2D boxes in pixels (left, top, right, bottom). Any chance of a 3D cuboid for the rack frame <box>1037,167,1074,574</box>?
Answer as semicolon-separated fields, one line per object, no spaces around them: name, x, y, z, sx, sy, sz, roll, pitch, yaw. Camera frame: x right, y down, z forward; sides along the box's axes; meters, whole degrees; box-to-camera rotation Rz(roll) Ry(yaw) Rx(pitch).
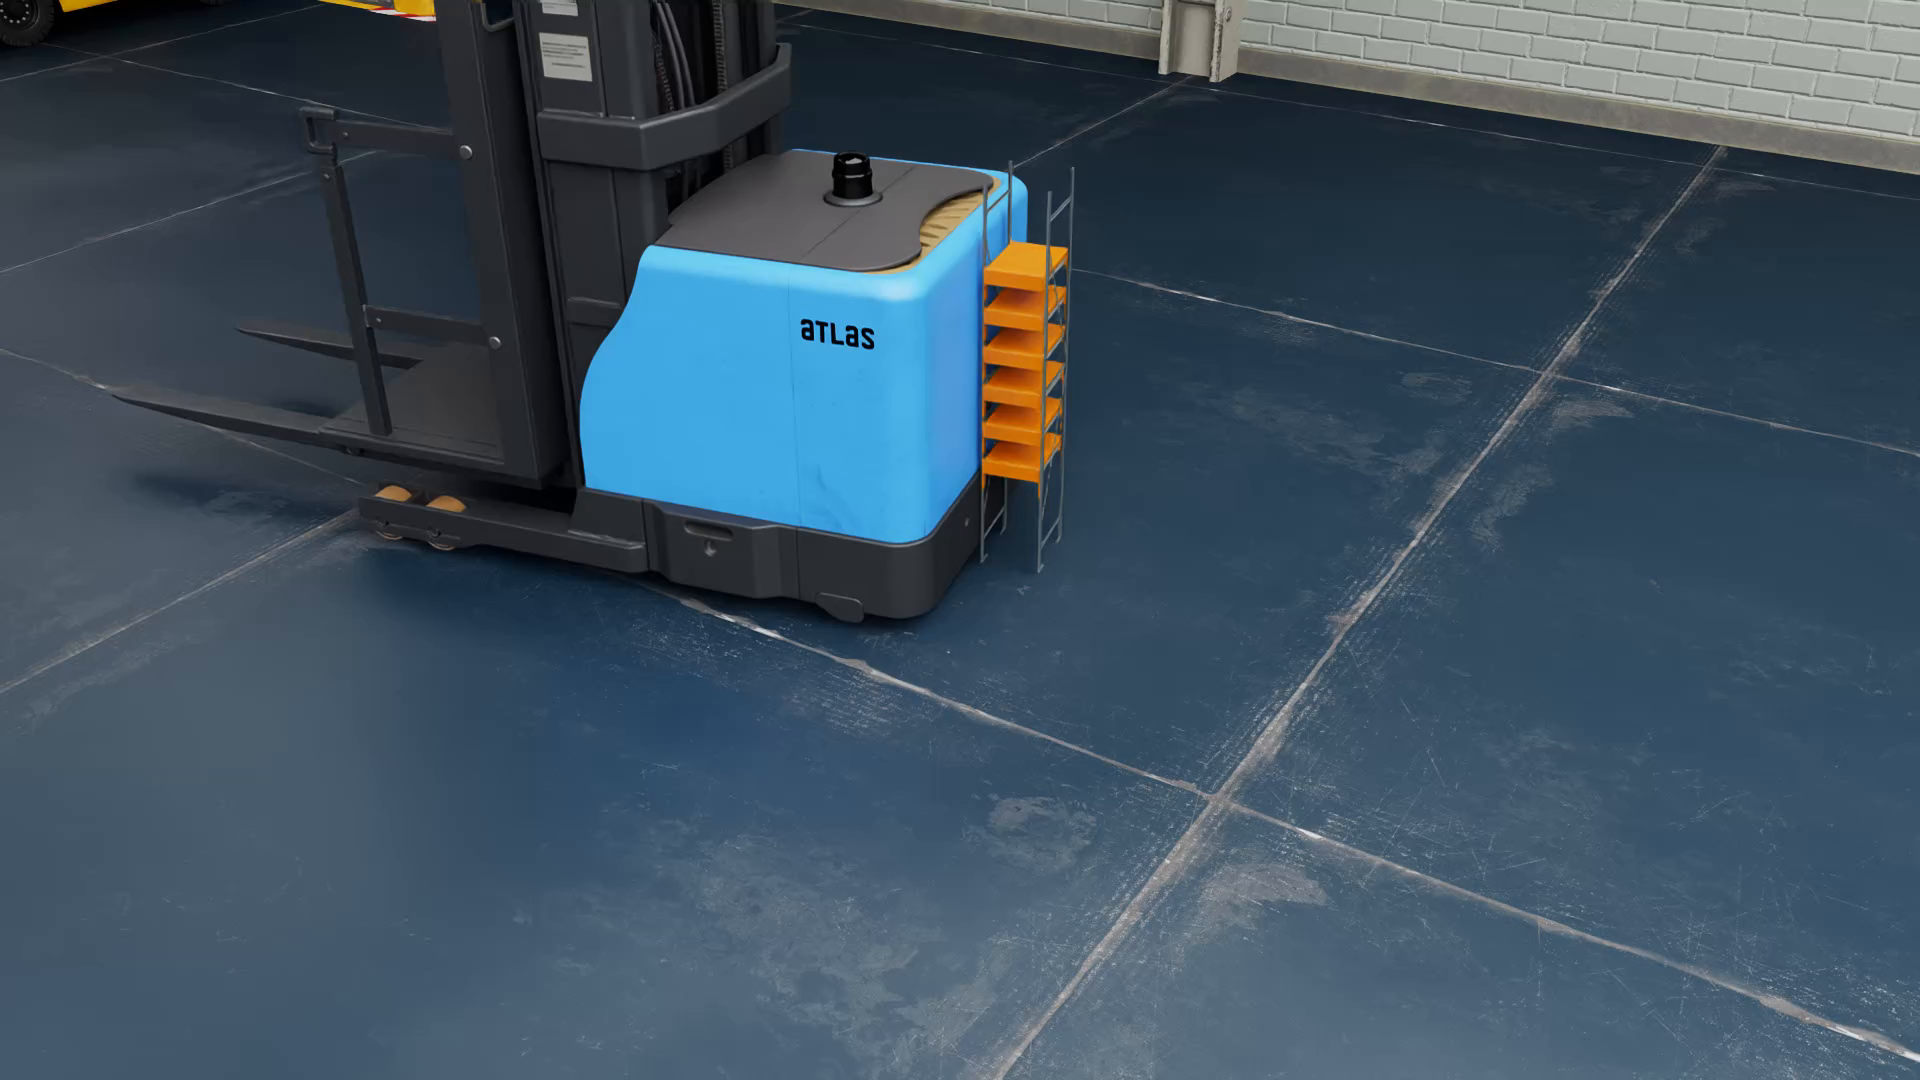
rack frame;0.278;-0.471;4.867;0.006;1.200;0.240;10;32;17

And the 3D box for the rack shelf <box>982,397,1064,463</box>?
rack shelf;0.192;-0.344;4.976;0.180;0.103;0.258;10;32;17

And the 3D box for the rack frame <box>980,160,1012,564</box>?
rack frame;0.106;-0.502;4.920;0.006;1.200;0.240;10;32;17

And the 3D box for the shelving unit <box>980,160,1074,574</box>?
shelving unit;0.192;-0.487;4.893;0.189;1.200;0.258;10;32;17

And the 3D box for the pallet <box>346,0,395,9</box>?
pallet;-4.188;-4.168;12.184;1.213;0.211;1.003;18;35;27

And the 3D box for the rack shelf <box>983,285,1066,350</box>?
rack shelf;0.192;-0.655;4.795;0.180;0.103;0.258;10;32;17

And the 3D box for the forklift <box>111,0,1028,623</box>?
forklift;-1.355;-1.471;4.864;3.031;2.935;1.130;10;32;17

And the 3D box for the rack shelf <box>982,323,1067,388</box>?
rack shelf;0.192;-0.552;4.855;0.180;0.103;0.258;10;32;17

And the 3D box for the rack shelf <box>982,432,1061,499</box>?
rack shelf;0.192;-0.241;5.037;0.180;0.103;0.258;10;32;17

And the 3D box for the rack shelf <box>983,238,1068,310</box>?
rack shelf;0.192;-0.759;4.734;0.180;0.103;0.258;10;32;17

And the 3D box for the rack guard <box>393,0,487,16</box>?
rack guard;-3.498;-4.099;11.780;0.348;0.500;1.175;18;35;27

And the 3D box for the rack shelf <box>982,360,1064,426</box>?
rack shelf;0.192;-0.448;4.916;0.180;0.103;0.258;10;32;17

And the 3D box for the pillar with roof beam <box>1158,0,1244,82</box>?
pillar with roof beam;-0.836;-4.903;4.724;0.400;9.000;9.100;18;35;27
